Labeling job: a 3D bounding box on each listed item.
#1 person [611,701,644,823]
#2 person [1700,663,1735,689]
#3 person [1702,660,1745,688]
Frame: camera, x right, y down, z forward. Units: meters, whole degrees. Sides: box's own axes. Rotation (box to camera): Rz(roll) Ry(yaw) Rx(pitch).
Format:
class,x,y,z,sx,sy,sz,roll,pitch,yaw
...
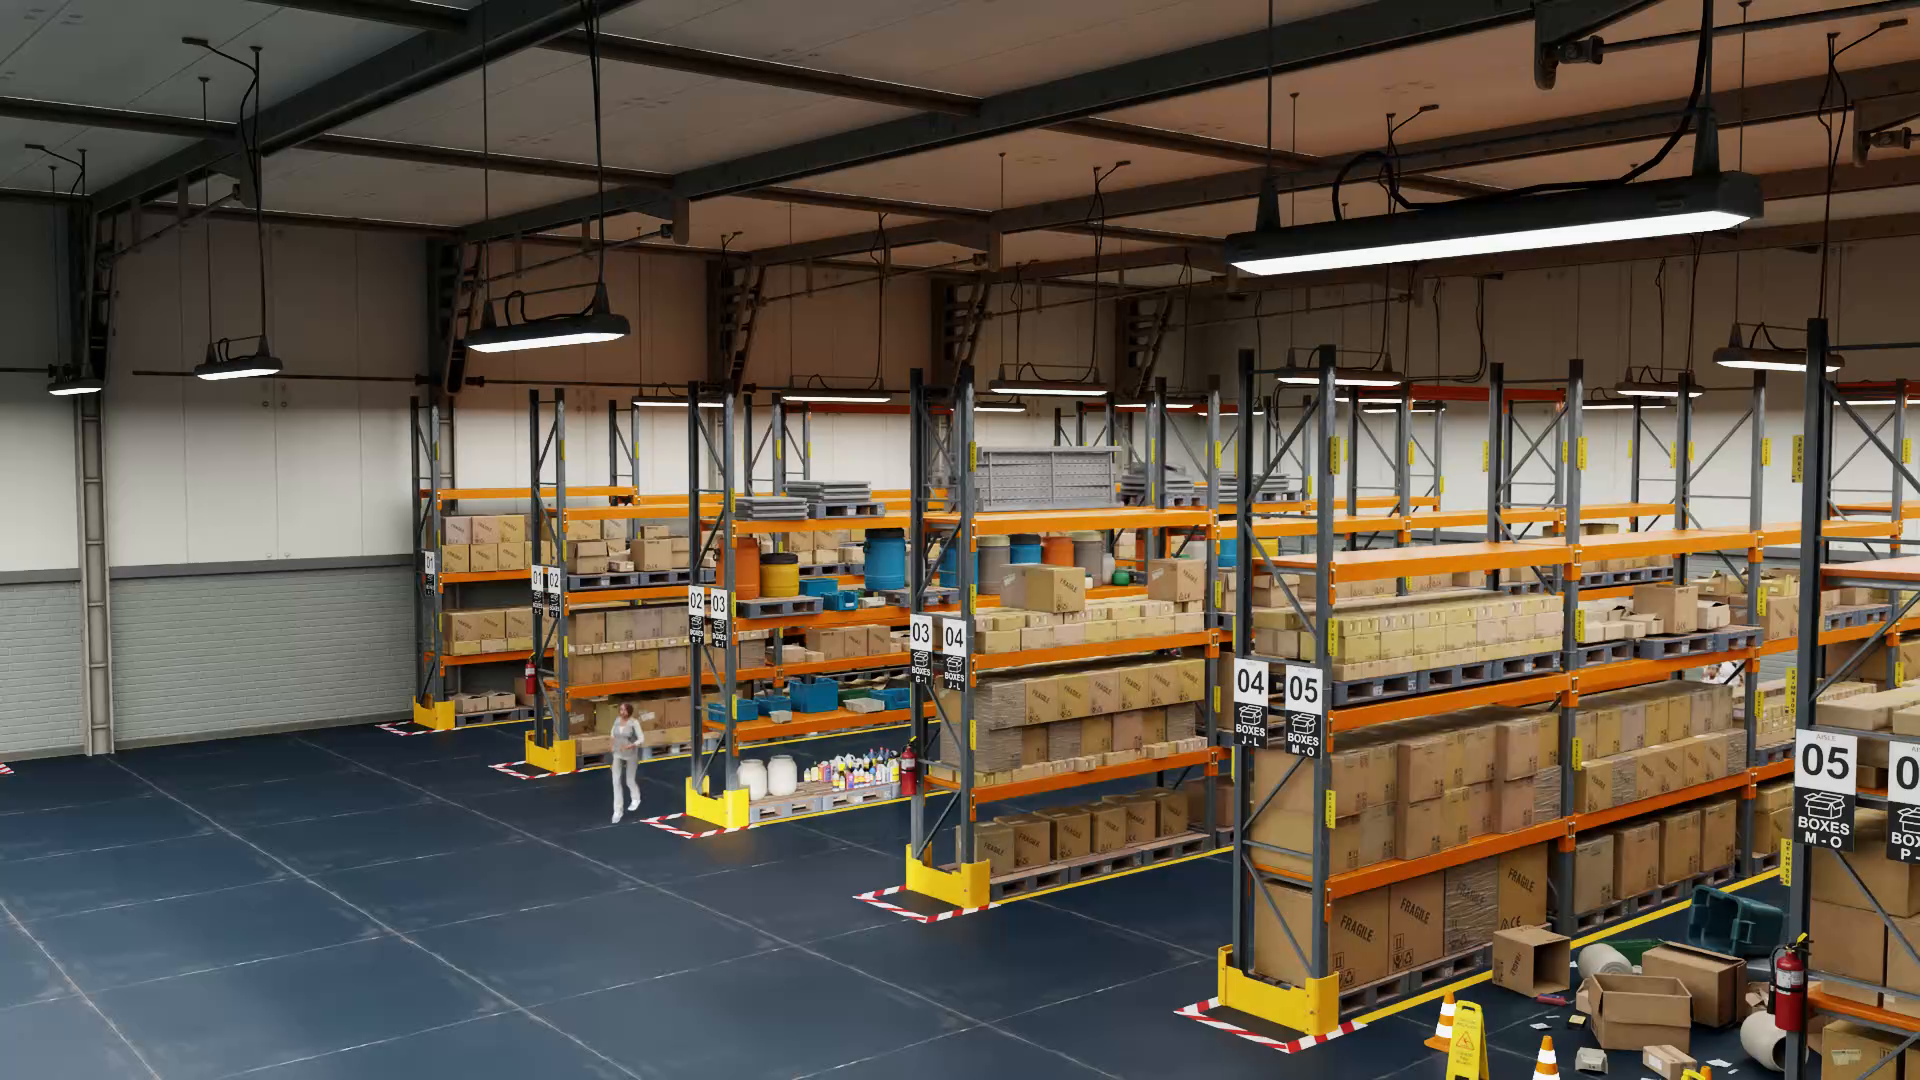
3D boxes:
class,x,y,z,sx,sy,sz,roll,pitch,yaw
person,-4.581,3.011,22.867,0.542,1.612,0.760,1,3,9
person,12.105,2.754,26.700,0.509,1.655,0.647,-3,5,-45
person,13.222,2.612,28.719,0.714,1.721,0.768,0,3,-2
